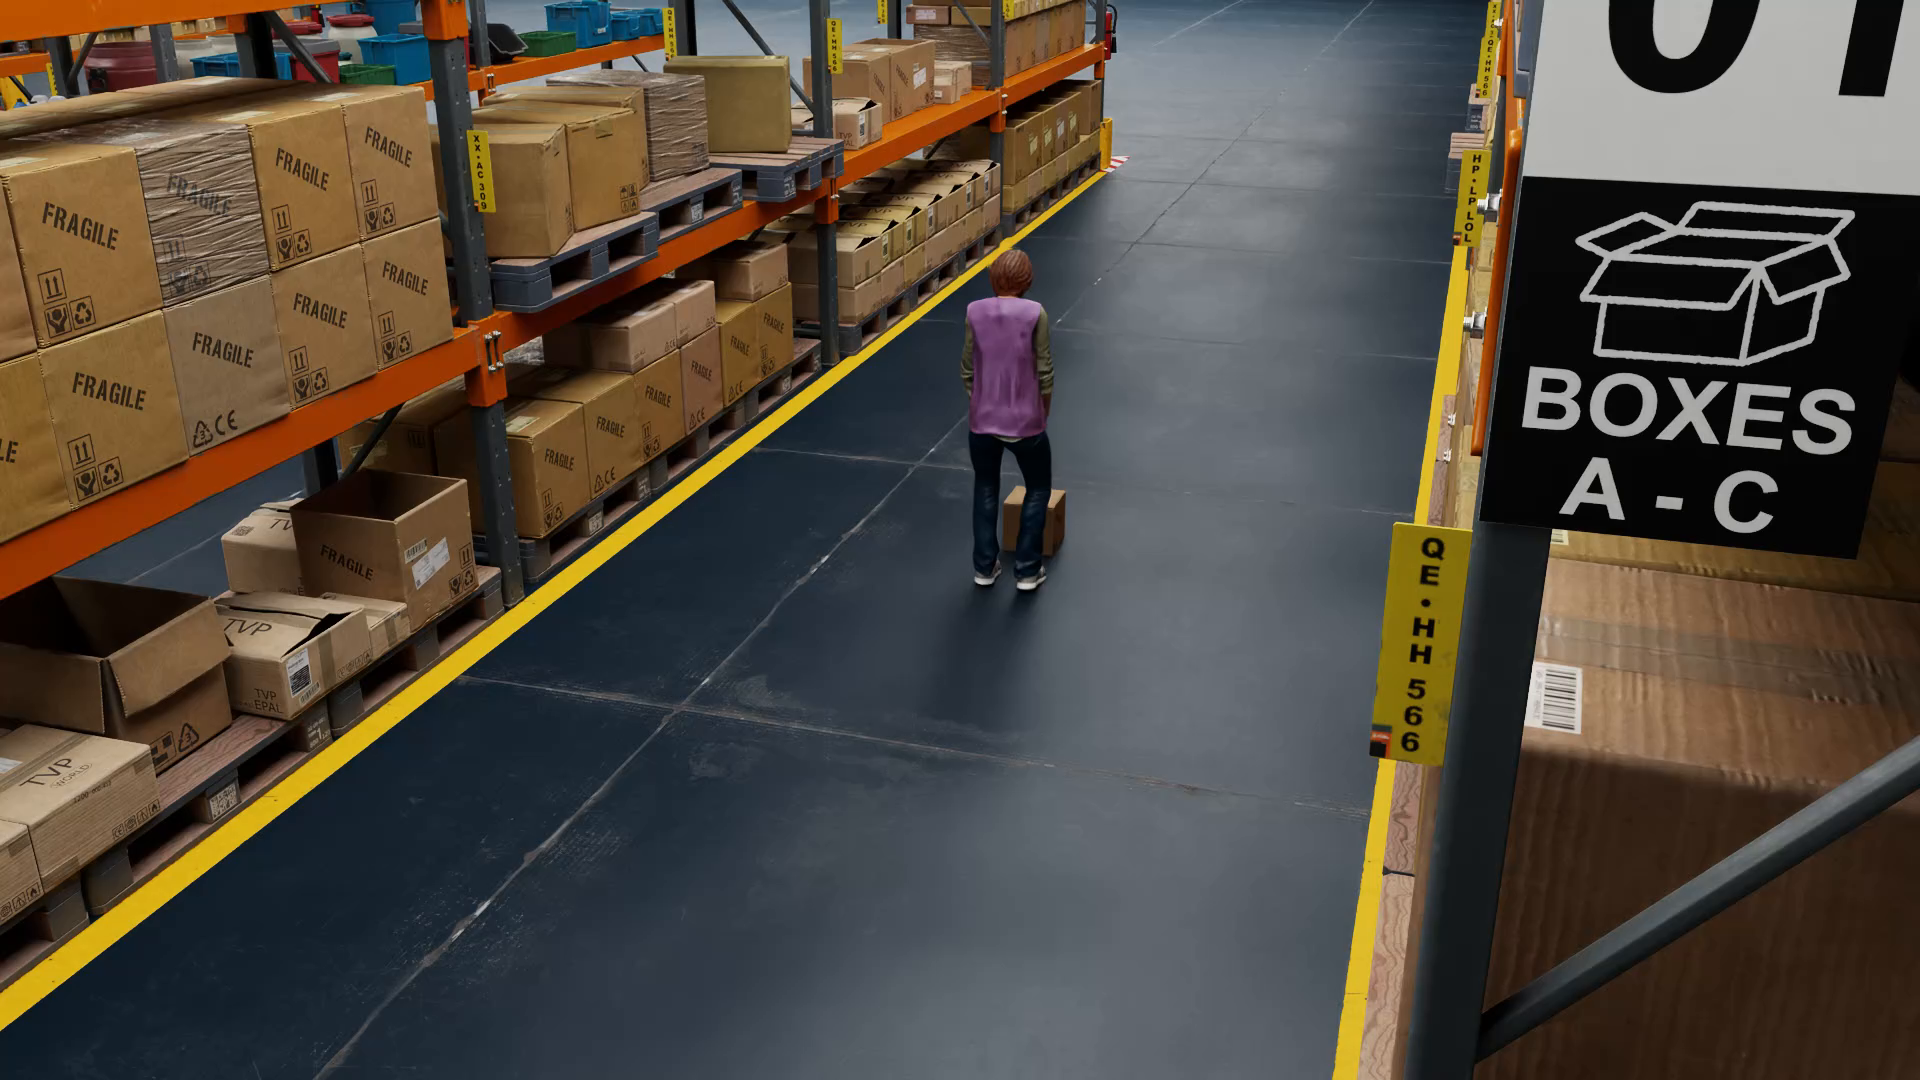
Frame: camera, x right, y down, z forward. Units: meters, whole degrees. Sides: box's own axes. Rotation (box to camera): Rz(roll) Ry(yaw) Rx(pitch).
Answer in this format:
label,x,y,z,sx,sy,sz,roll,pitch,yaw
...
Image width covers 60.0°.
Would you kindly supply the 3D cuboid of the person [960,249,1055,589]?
label,x,y,z,sx,sy,sz,roll,pitch,yaw
person,0.202,-0.514,7.470,0.433,1.523,0.417,7,23,17
